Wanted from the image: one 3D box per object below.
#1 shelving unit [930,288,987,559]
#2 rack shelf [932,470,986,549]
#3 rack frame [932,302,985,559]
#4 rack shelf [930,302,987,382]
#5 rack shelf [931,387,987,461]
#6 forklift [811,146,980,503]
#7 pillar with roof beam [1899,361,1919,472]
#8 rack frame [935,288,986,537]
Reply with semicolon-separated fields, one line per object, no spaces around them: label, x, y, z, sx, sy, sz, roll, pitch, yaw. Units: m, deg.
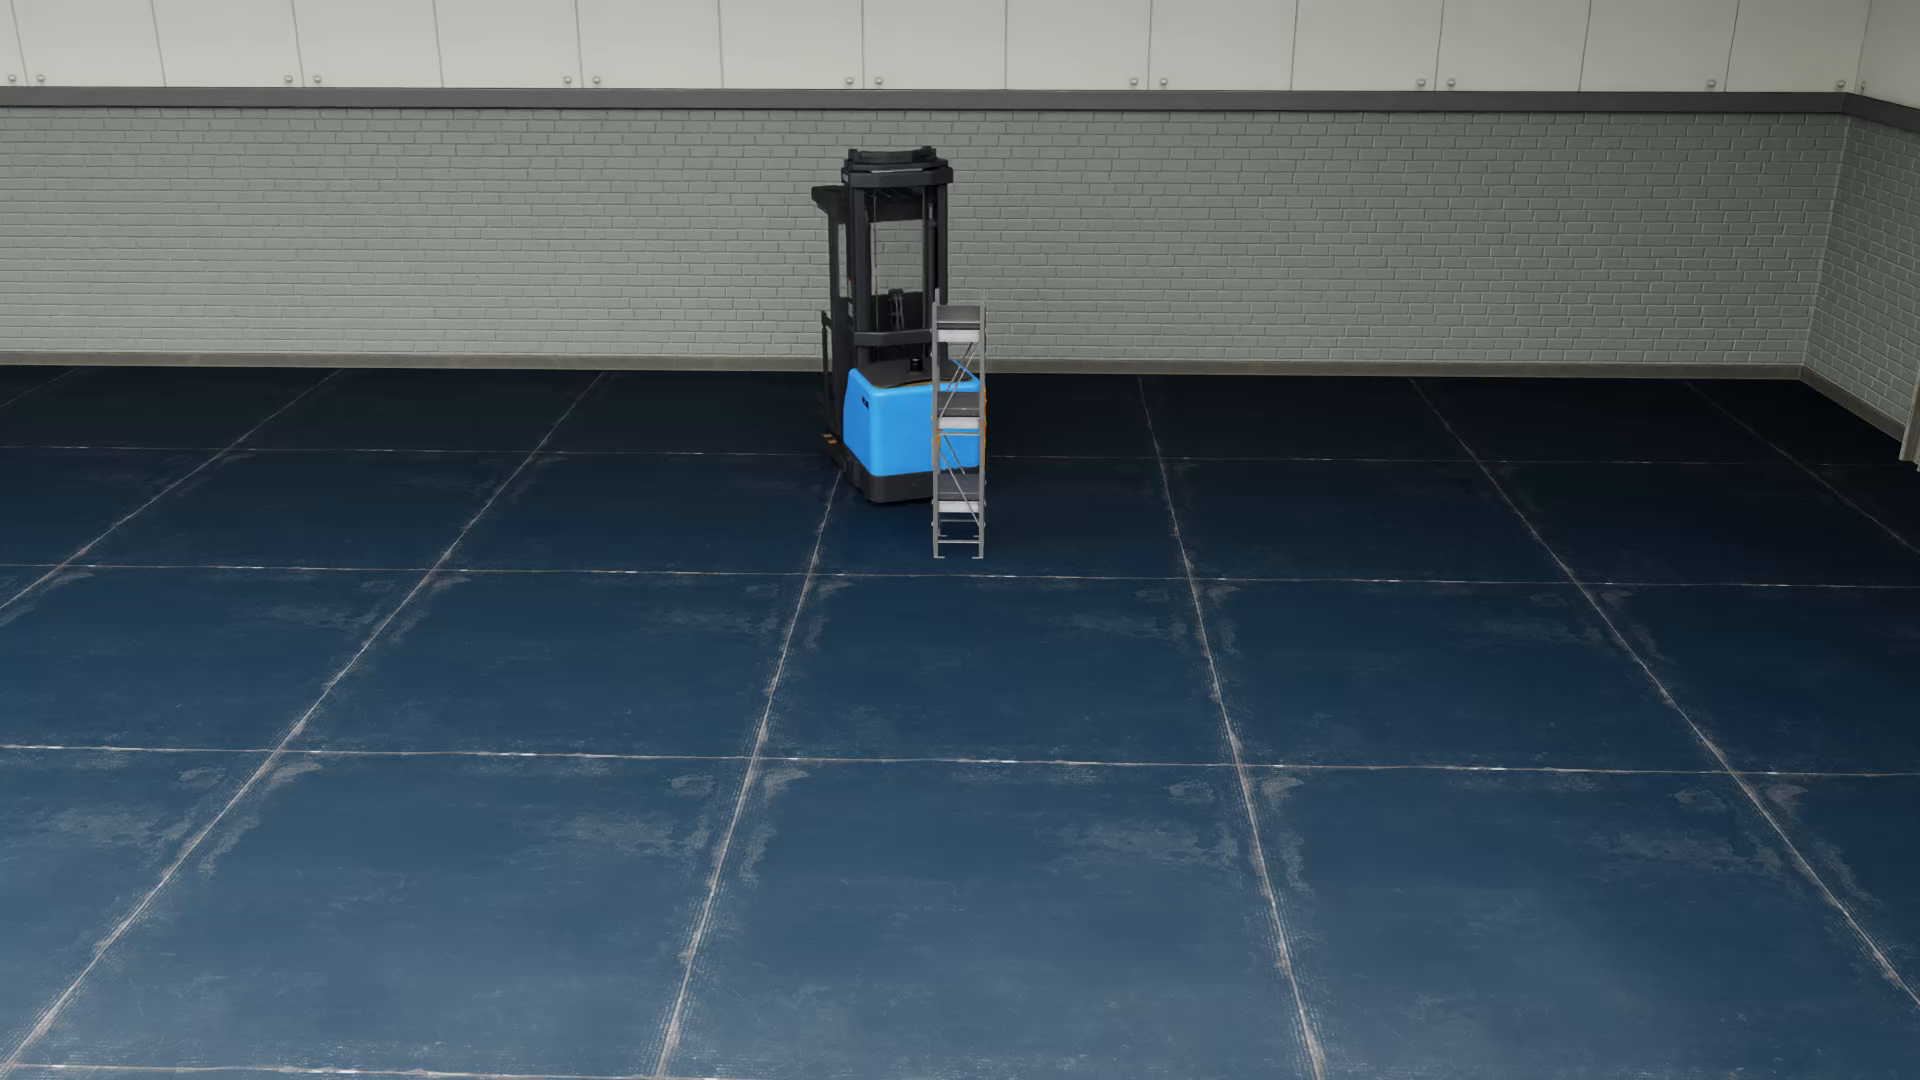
shelving unit;-0.005;-0.919;13.288;0.431;2.100;0.503;1;21;2
rack shelf;-0.005;-0.254;13.546;0.431;0.518;0.480;1;21;2
rack frame;-0.012;-0.831;13.061;0.400;2.100;0.015;1;21;2
rack shelf;-0.005;-1.559;13.040;0.431;0.518;0.480;1;21;2
rack shelf;-0.005;-0.906;13.293;0.431;0.518;0.480;1;21;2
forklift;-0.720;-2.194;15.424;1.130;2.935;3.031;-7;22;-17
pillar with roof beam;4.773;-4.945;14.127;9.100;9.000;0.400;1;21;2
rack frame;0.002;-1.007;13.516;0.400;2.100;0.015;1;21;2
